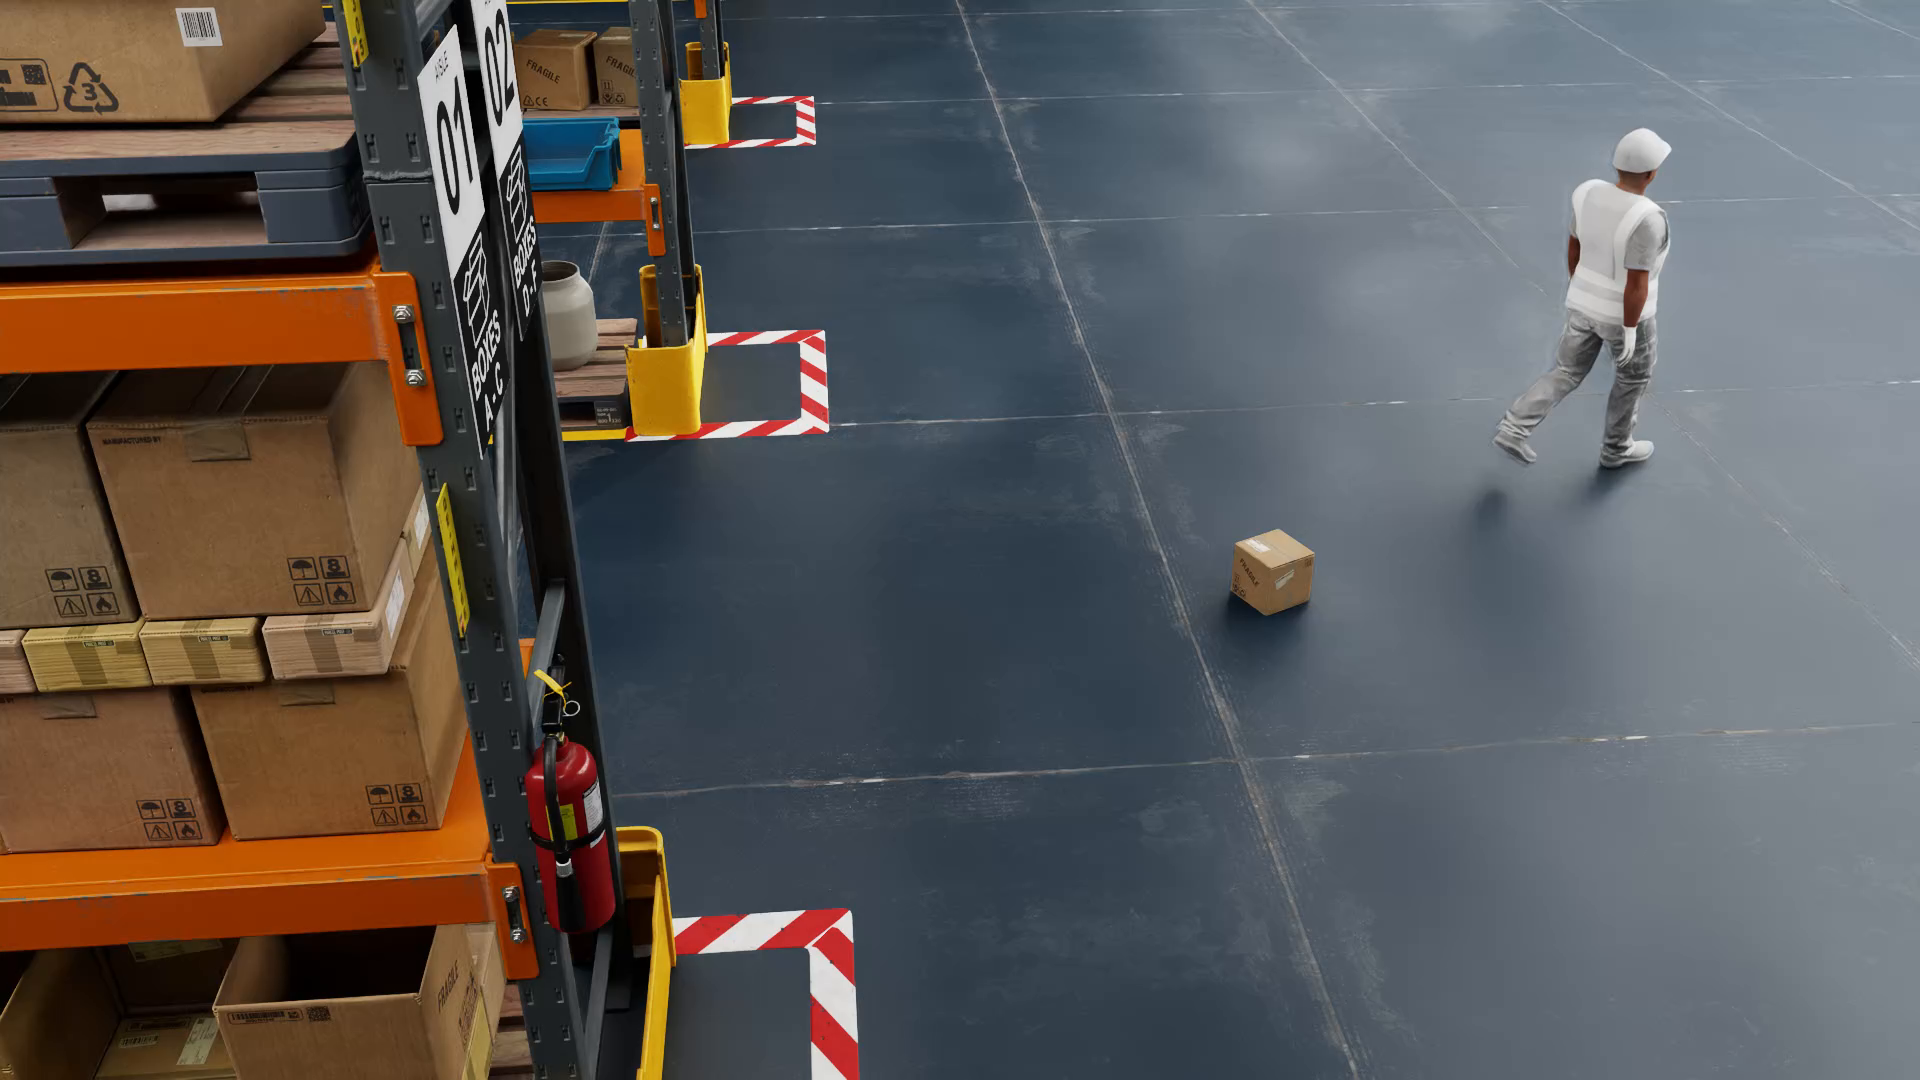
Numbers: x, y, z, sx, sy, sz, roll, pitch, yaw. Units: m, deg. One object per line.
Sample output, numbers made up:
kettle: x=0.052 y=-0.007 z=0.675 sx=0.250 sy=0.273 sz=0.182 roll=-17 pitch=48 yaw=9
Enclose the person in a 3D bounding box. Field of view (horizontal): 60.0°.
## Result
person: x=3.081 y=-1.123 z=7.989 sx=0.942 sy=1.755 sz=0.585 roll=-15 pitch=34 yaw=-23
